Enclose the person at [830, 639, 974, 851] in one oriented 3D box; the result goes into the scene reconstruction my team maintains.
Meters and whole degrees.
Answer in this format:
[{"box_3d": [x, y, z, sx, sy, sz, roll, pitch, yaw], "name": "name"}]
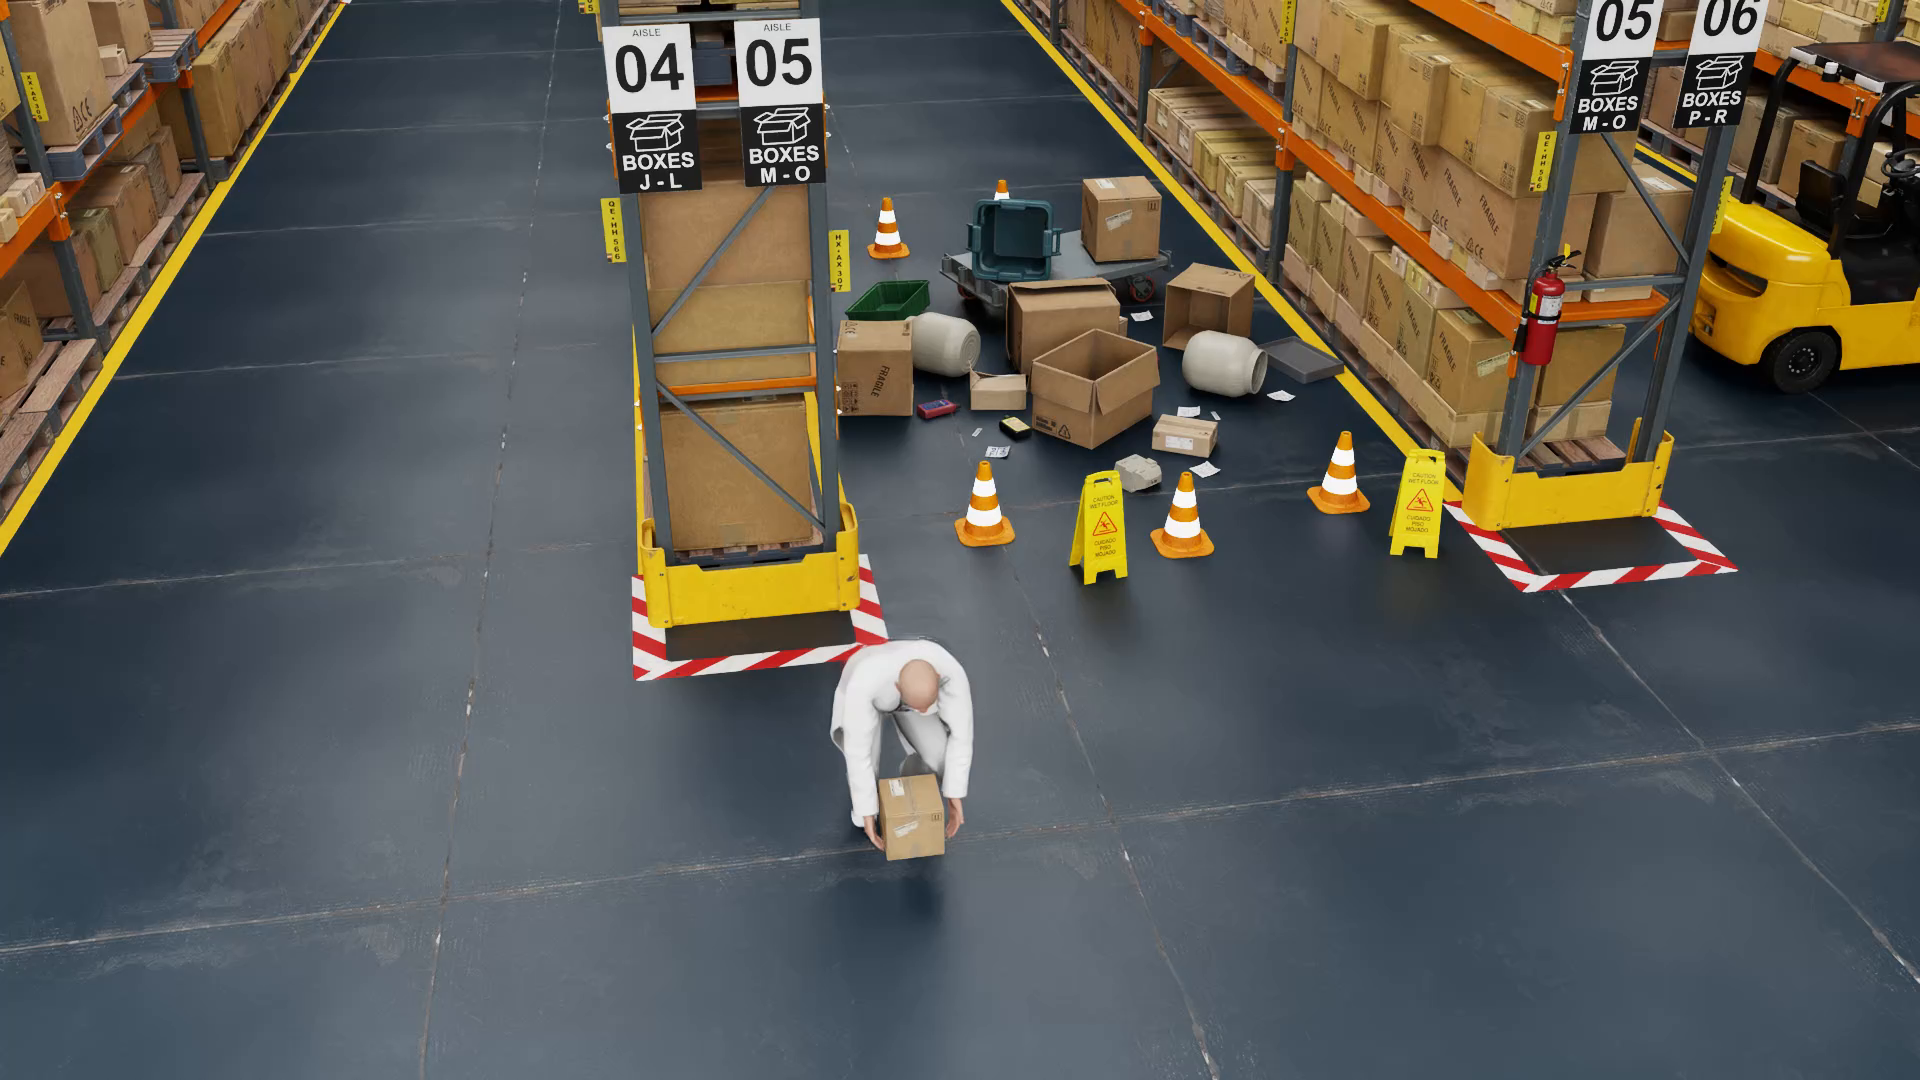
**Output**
[{"box_3d": [-0.270, 0.844, 7.439, 0.613, 1.046, 0.875, -5, 31, -9], "name": "person"}]
